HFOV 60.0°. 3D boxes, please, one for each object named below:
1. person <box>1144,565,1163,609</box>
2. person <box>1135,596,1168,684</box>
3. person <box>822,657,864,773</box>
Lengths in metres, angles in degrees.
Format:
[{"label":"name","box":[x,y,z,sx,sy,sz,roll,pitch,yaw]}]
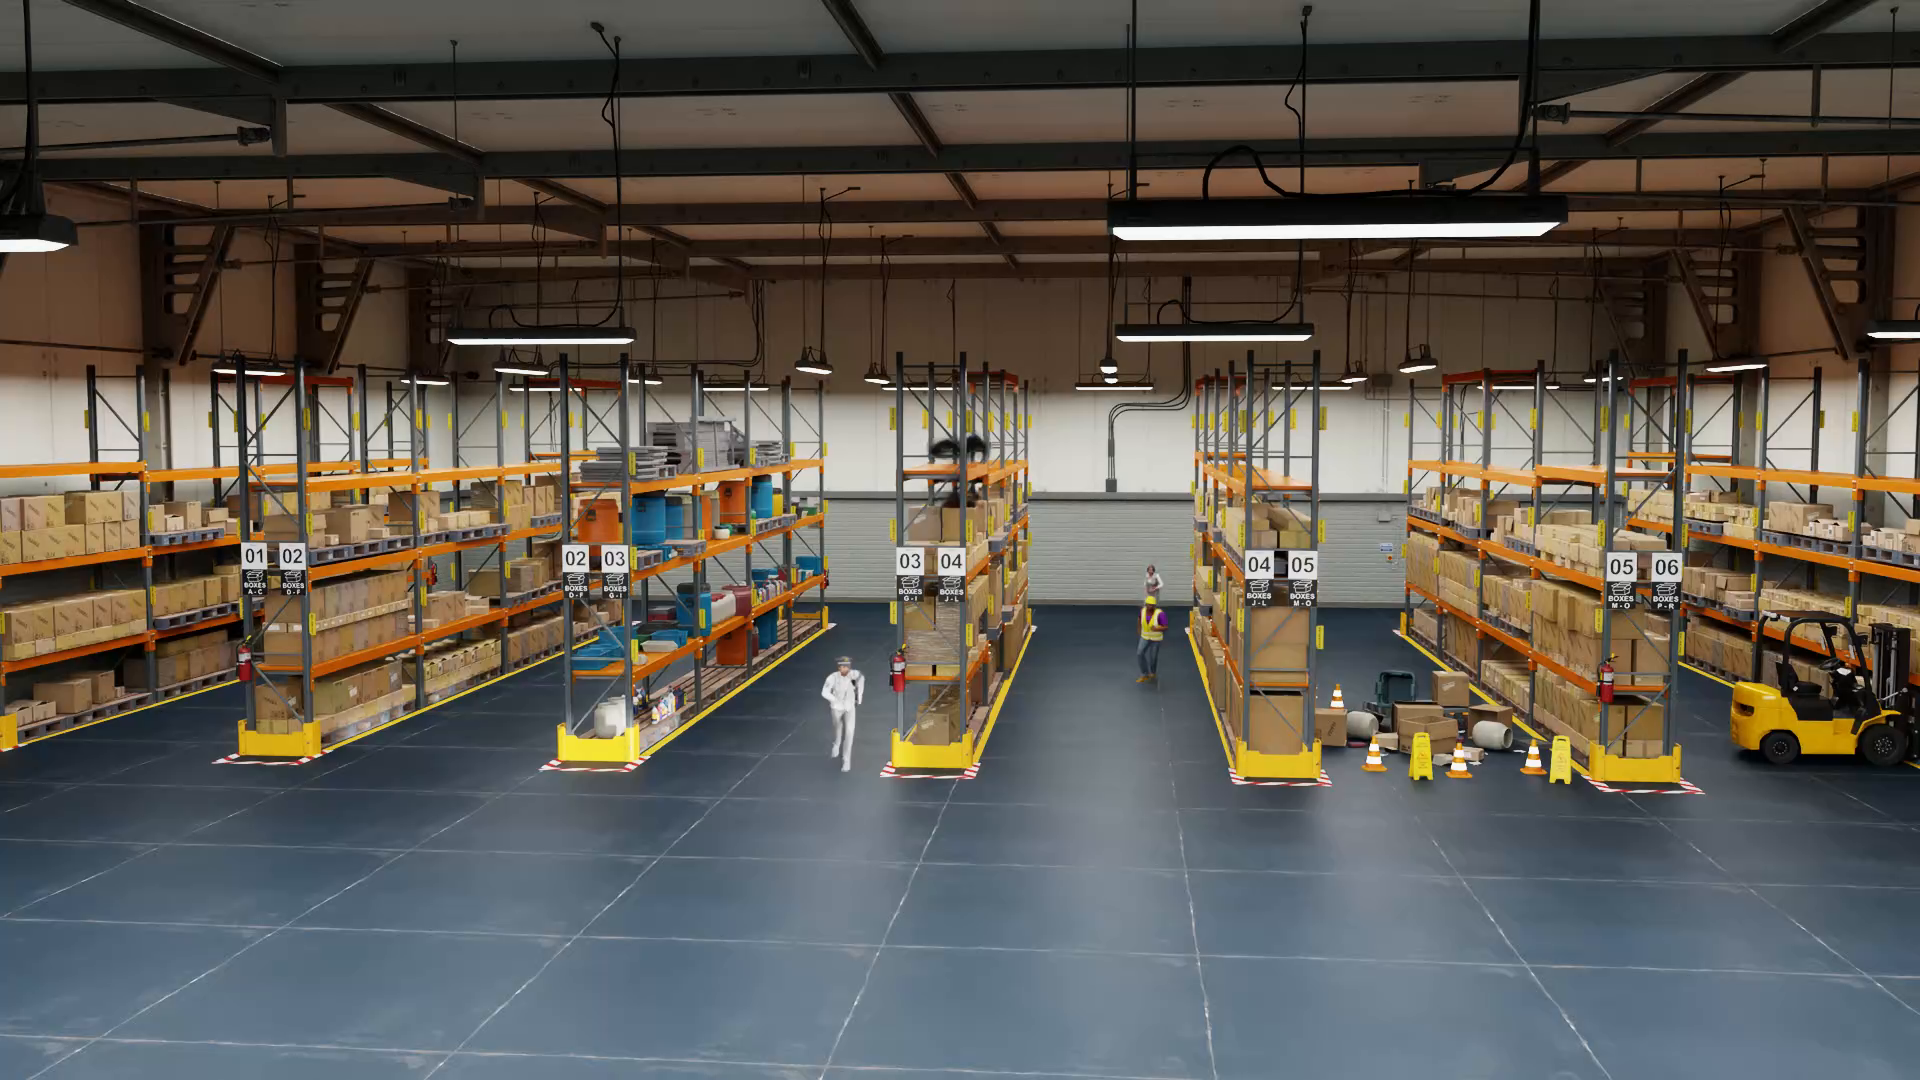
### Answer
[{"label":"person","box":[4.753,1.360,40.566,0.526,1.563,0.753,2,5,27]},{"label":"person","box":[3.689,1.887,31.790,0.666,1.691,0.961,2,4,20]},{"label":"person","box":[-1.707,2.476,24.204,0.652,1.656,1.006,-1,4,-14]}]
